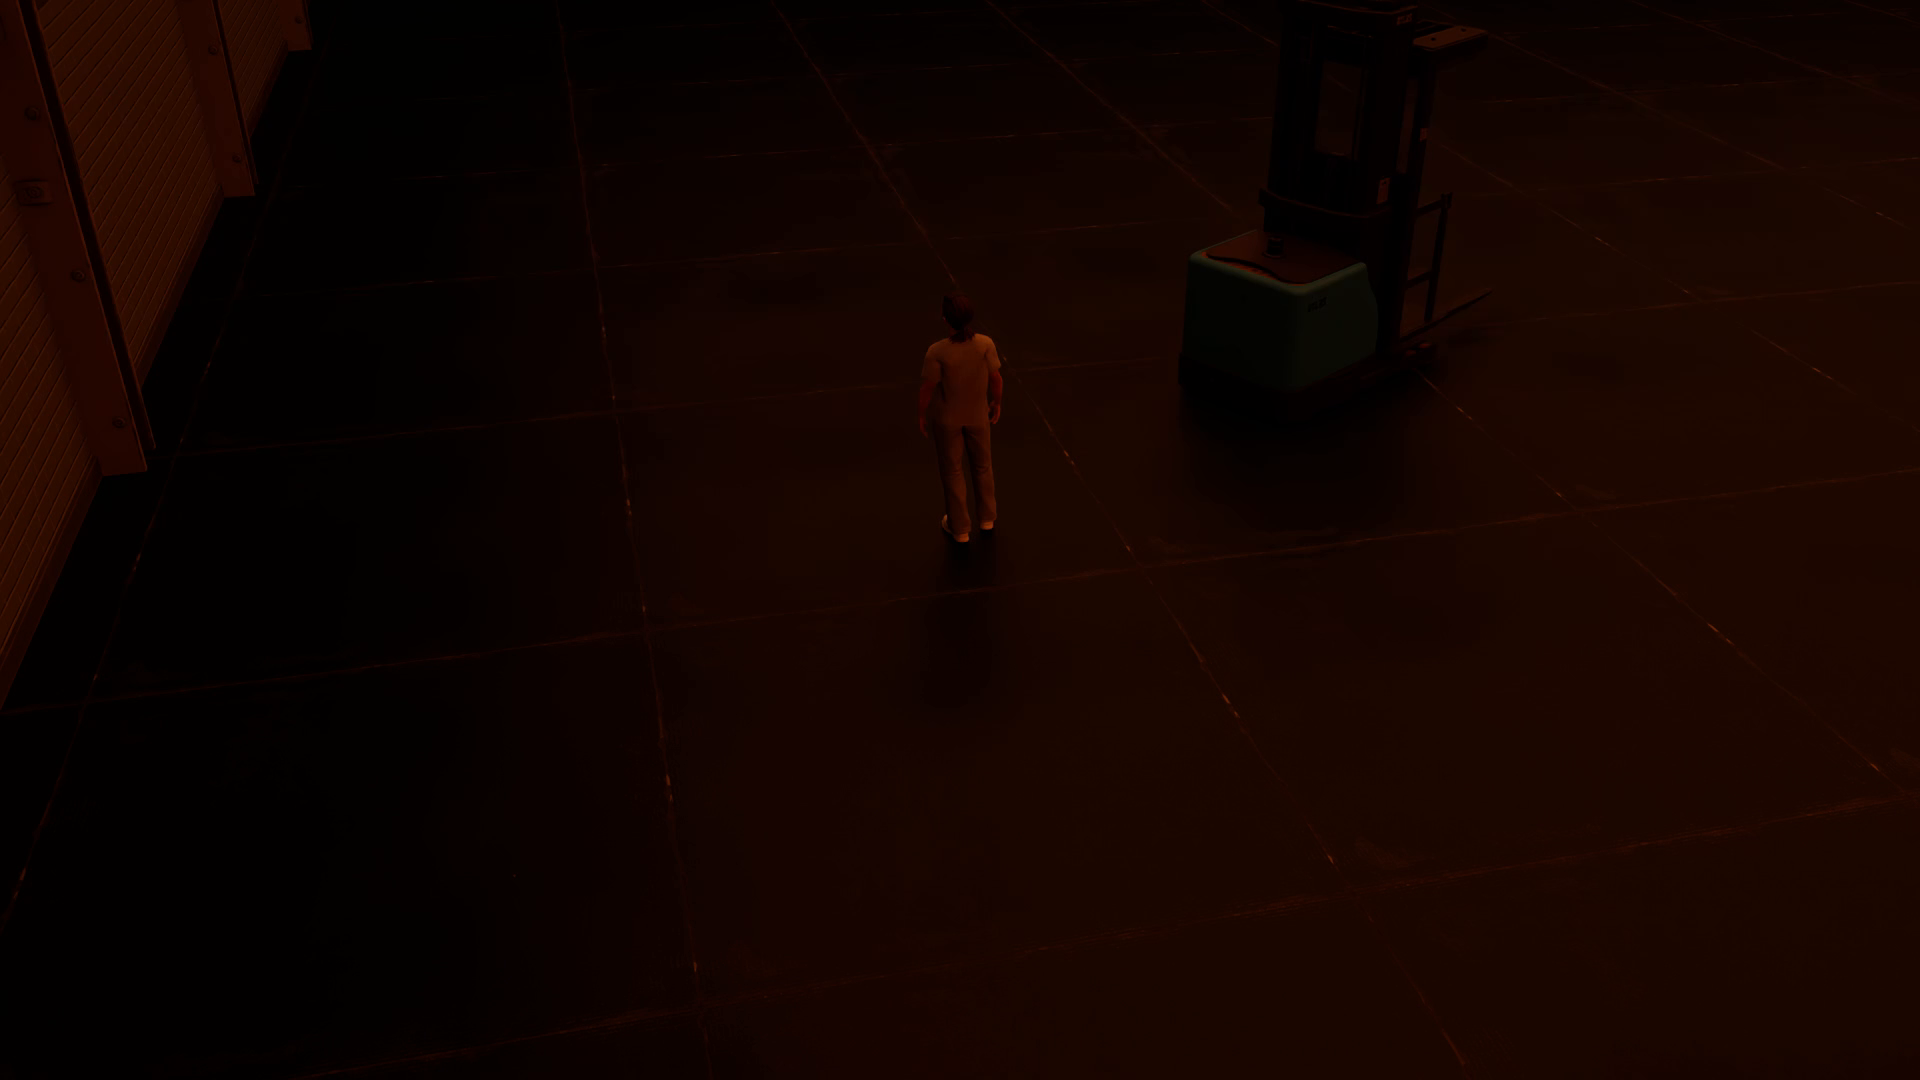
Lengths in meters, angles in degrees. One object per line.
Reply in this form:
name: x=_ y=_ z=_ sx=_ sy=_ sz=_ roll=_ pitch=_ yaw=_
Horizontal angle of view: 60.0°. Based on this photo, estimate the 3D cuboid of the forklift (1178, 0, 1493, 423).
forklift: x=3.036 y=-2.723 z=12.278 sx=3.031 sy=2.935 sz=1.130 roll=-26 pitch=39 yaw=-37

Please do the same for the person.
person: x=-0.004 y=-0.765 z=10.143 sx=0.549 sy=1.665 sz=0.549 roll=-7 pitch=31 yaw=-12
